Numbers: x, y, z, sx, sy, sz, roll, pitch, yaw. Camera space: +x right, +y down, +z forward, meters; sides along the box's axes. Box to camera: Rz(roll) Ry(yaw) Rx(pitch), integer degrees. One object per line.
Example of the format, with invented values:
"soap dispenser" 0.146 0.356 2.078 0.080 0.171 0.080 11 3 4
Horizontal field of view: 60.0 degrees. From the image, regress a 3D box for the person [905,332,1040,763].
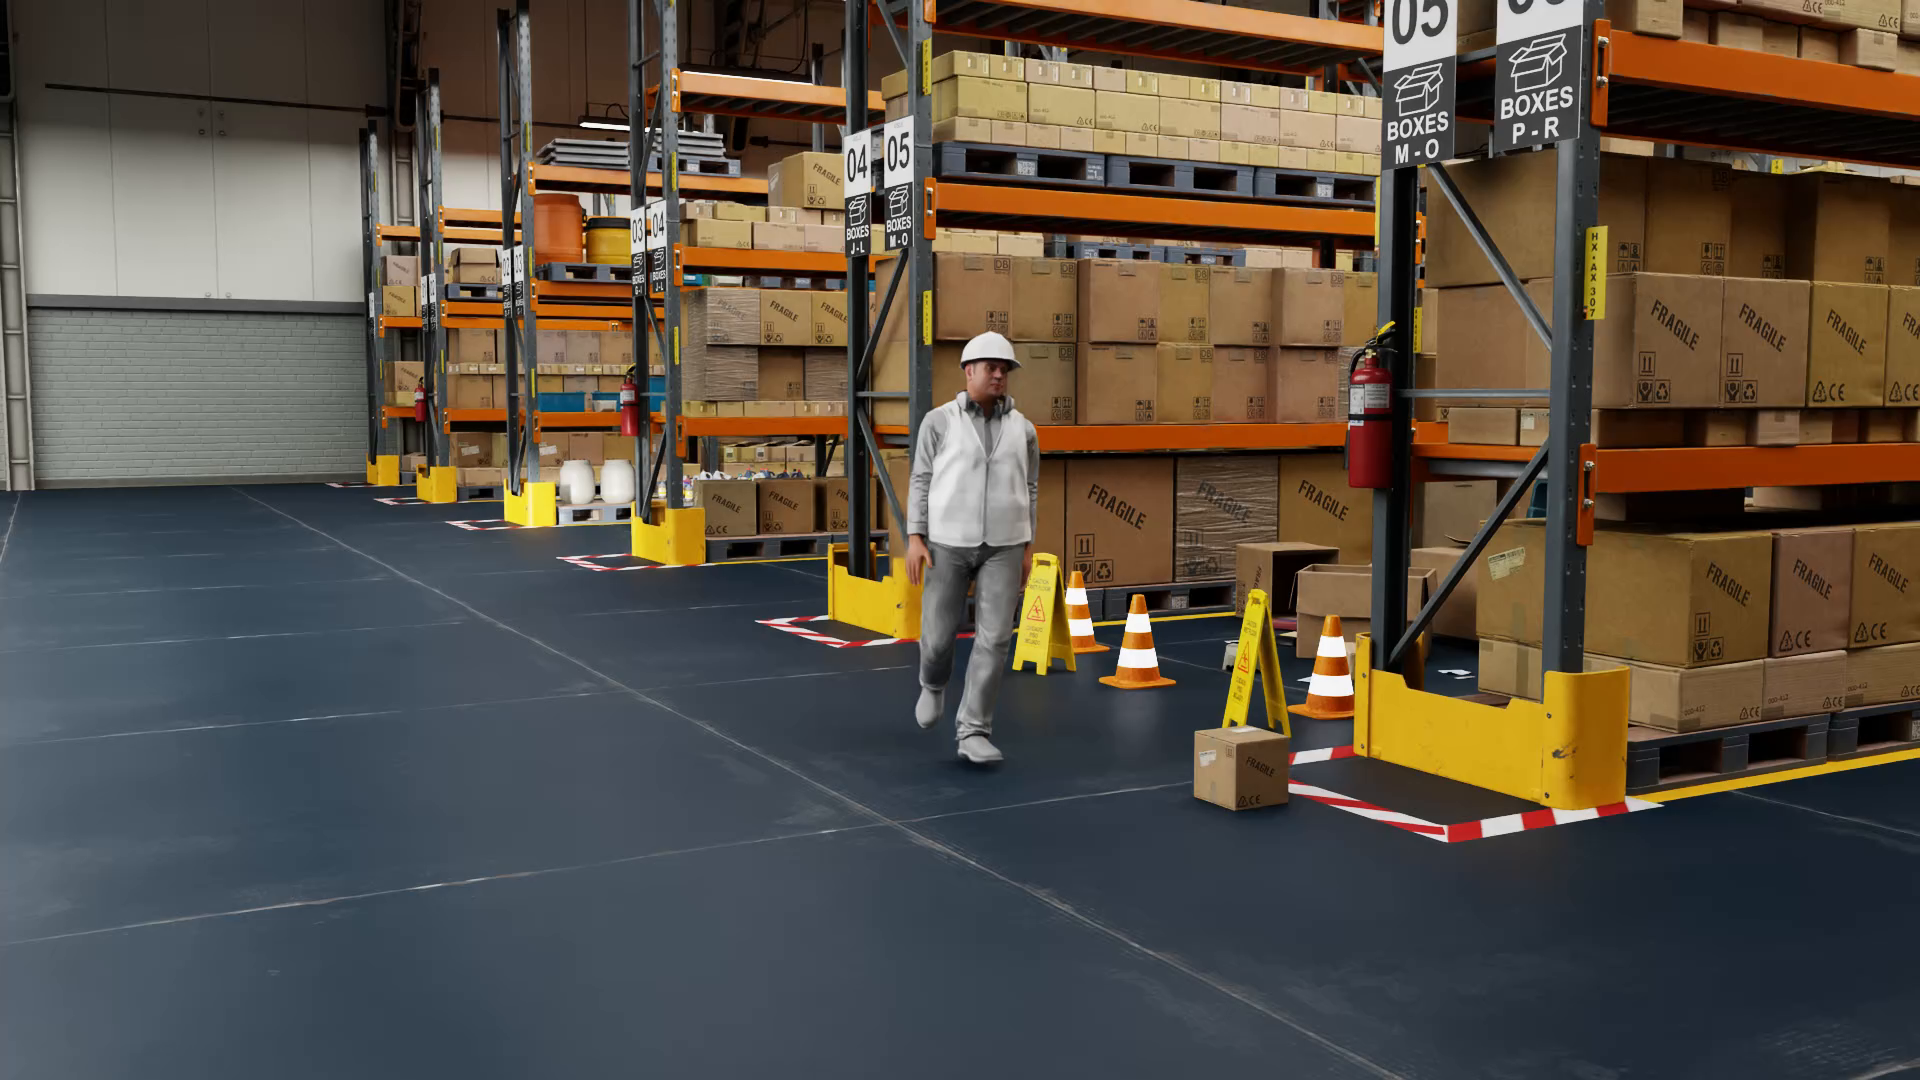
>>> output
"person" 0.052 0.009 6.913 0.584 1.741 0.796 -1 5 -10
